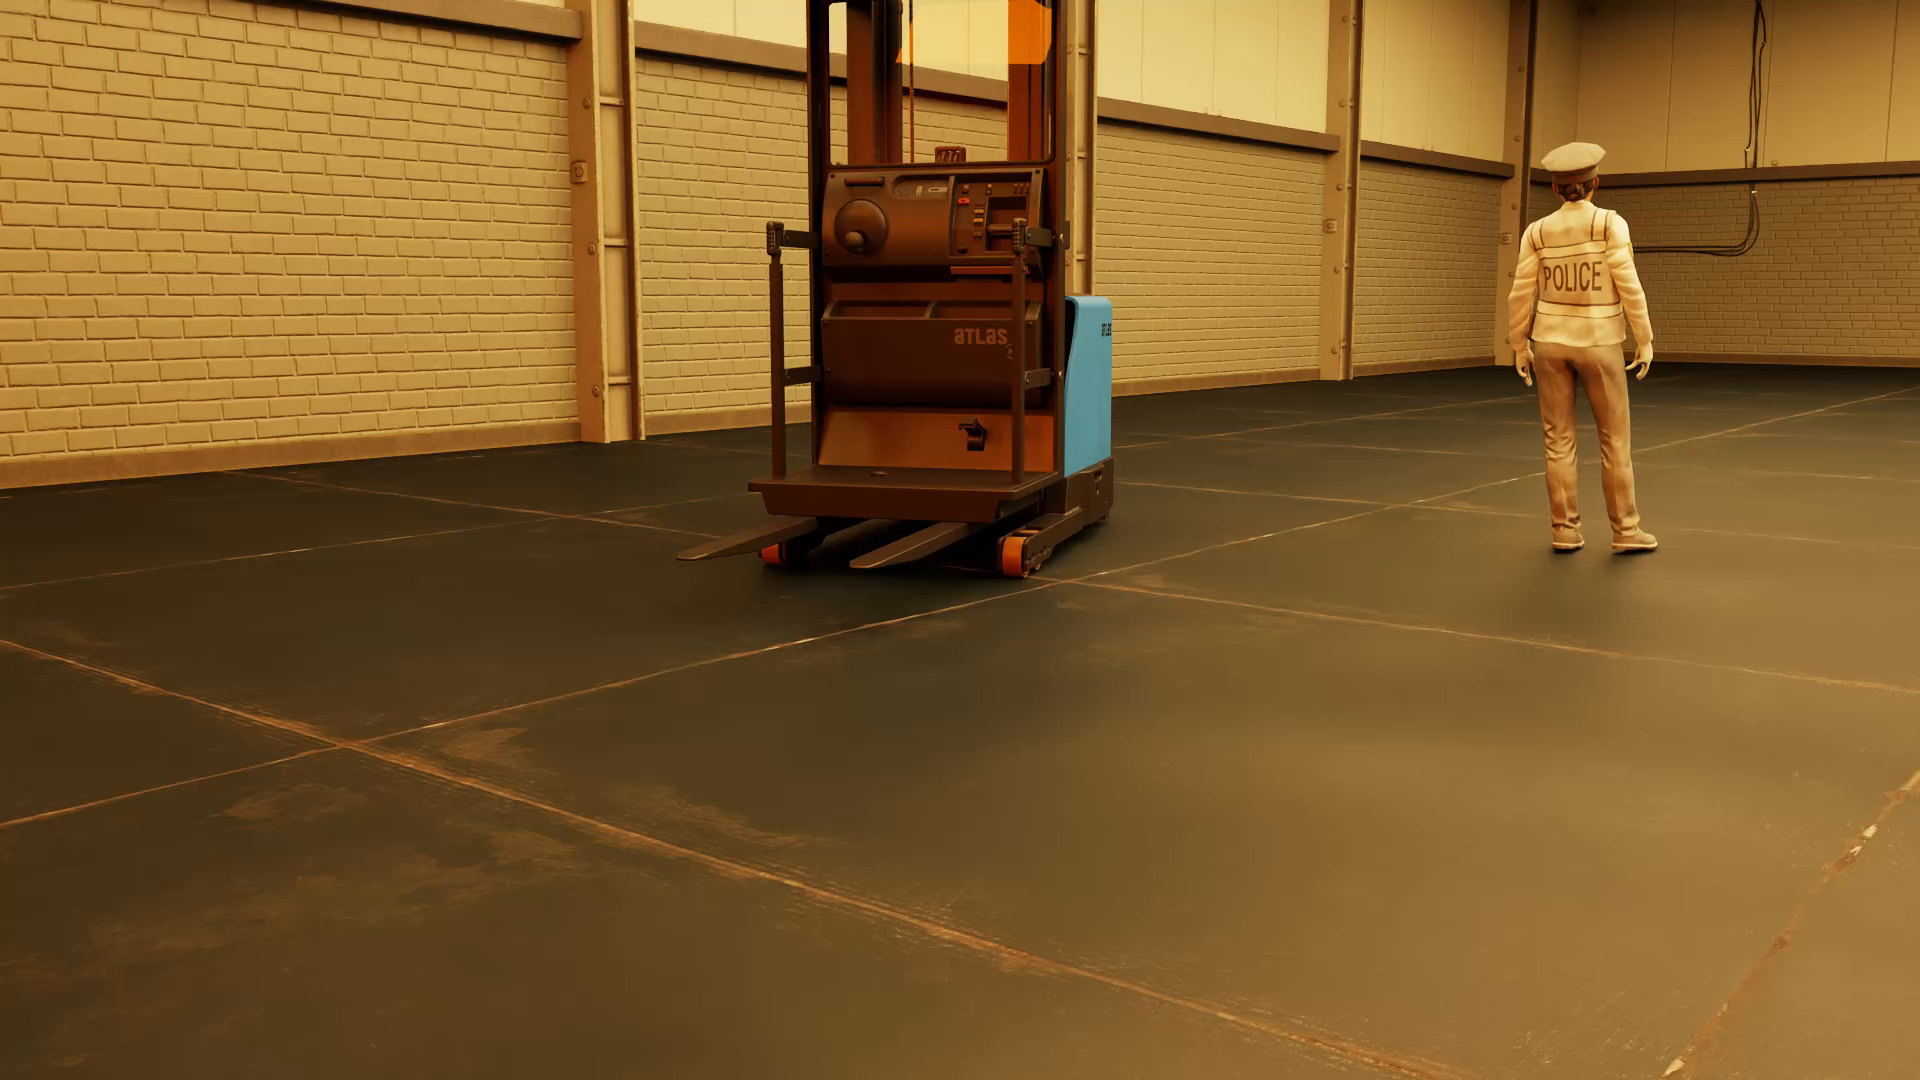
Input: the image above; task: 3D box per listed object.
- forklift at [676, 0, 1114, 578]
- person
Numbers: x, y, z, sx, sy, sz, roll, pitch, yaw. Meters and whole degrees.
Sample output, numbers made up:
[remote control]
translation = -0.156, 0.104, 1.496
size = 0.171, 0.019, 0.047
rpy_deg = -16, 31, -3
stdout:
[forklift]
translation = -0.176, -1.366, 6.616
size = 1.130, 2.935, 3.031
rpy_deg = 3, 9, 17
[person]
translation = 2.619, -0.802, 6.985
size = 0.588, 1.694, 0.529
rpy_deg = 6, 10, 36
